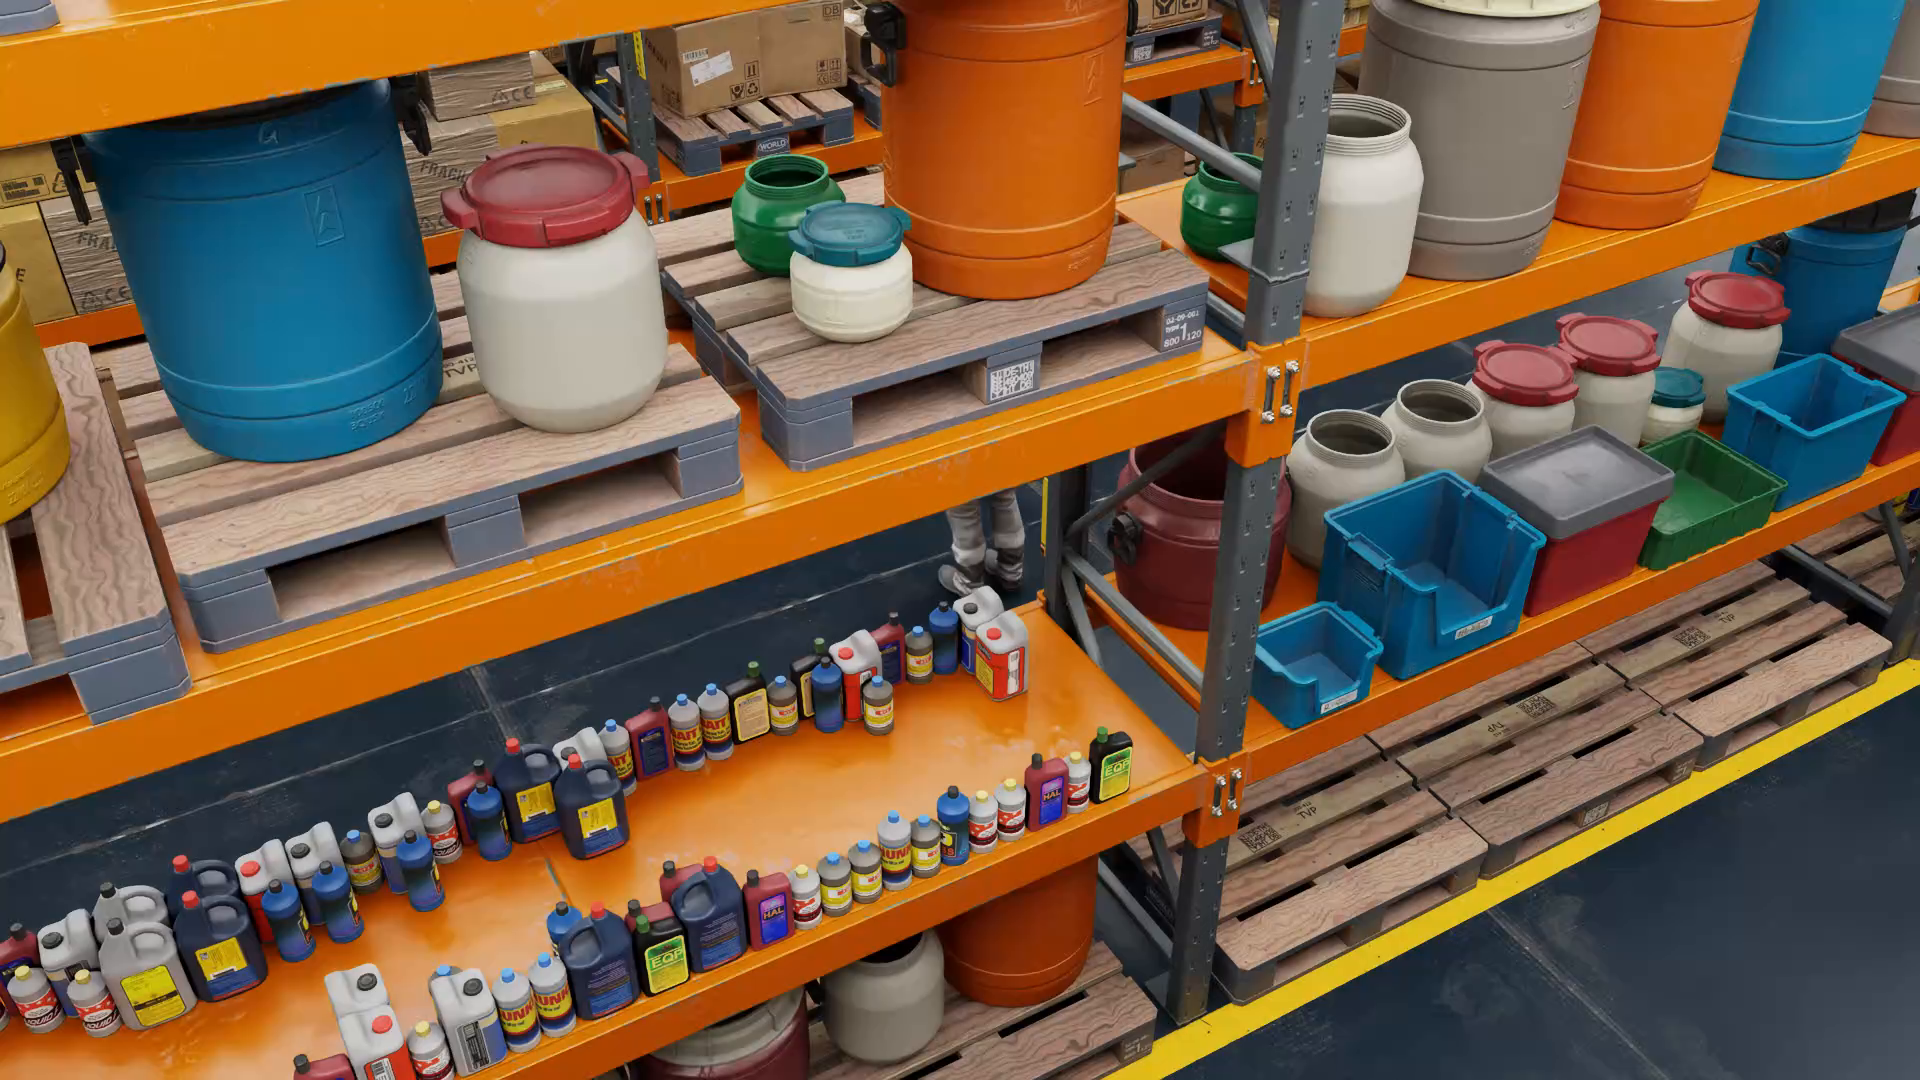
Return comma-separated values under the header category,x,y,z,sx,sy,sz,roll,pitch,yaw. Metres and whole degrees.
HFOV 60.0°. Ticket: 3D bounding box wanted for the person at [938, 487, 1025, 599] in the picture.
category,x,y,z,sx,sy,sz,roll,pitch,yaw
person,0.039,-0.506,7.590,0.510,1.792,0.556,-22,42,-27
